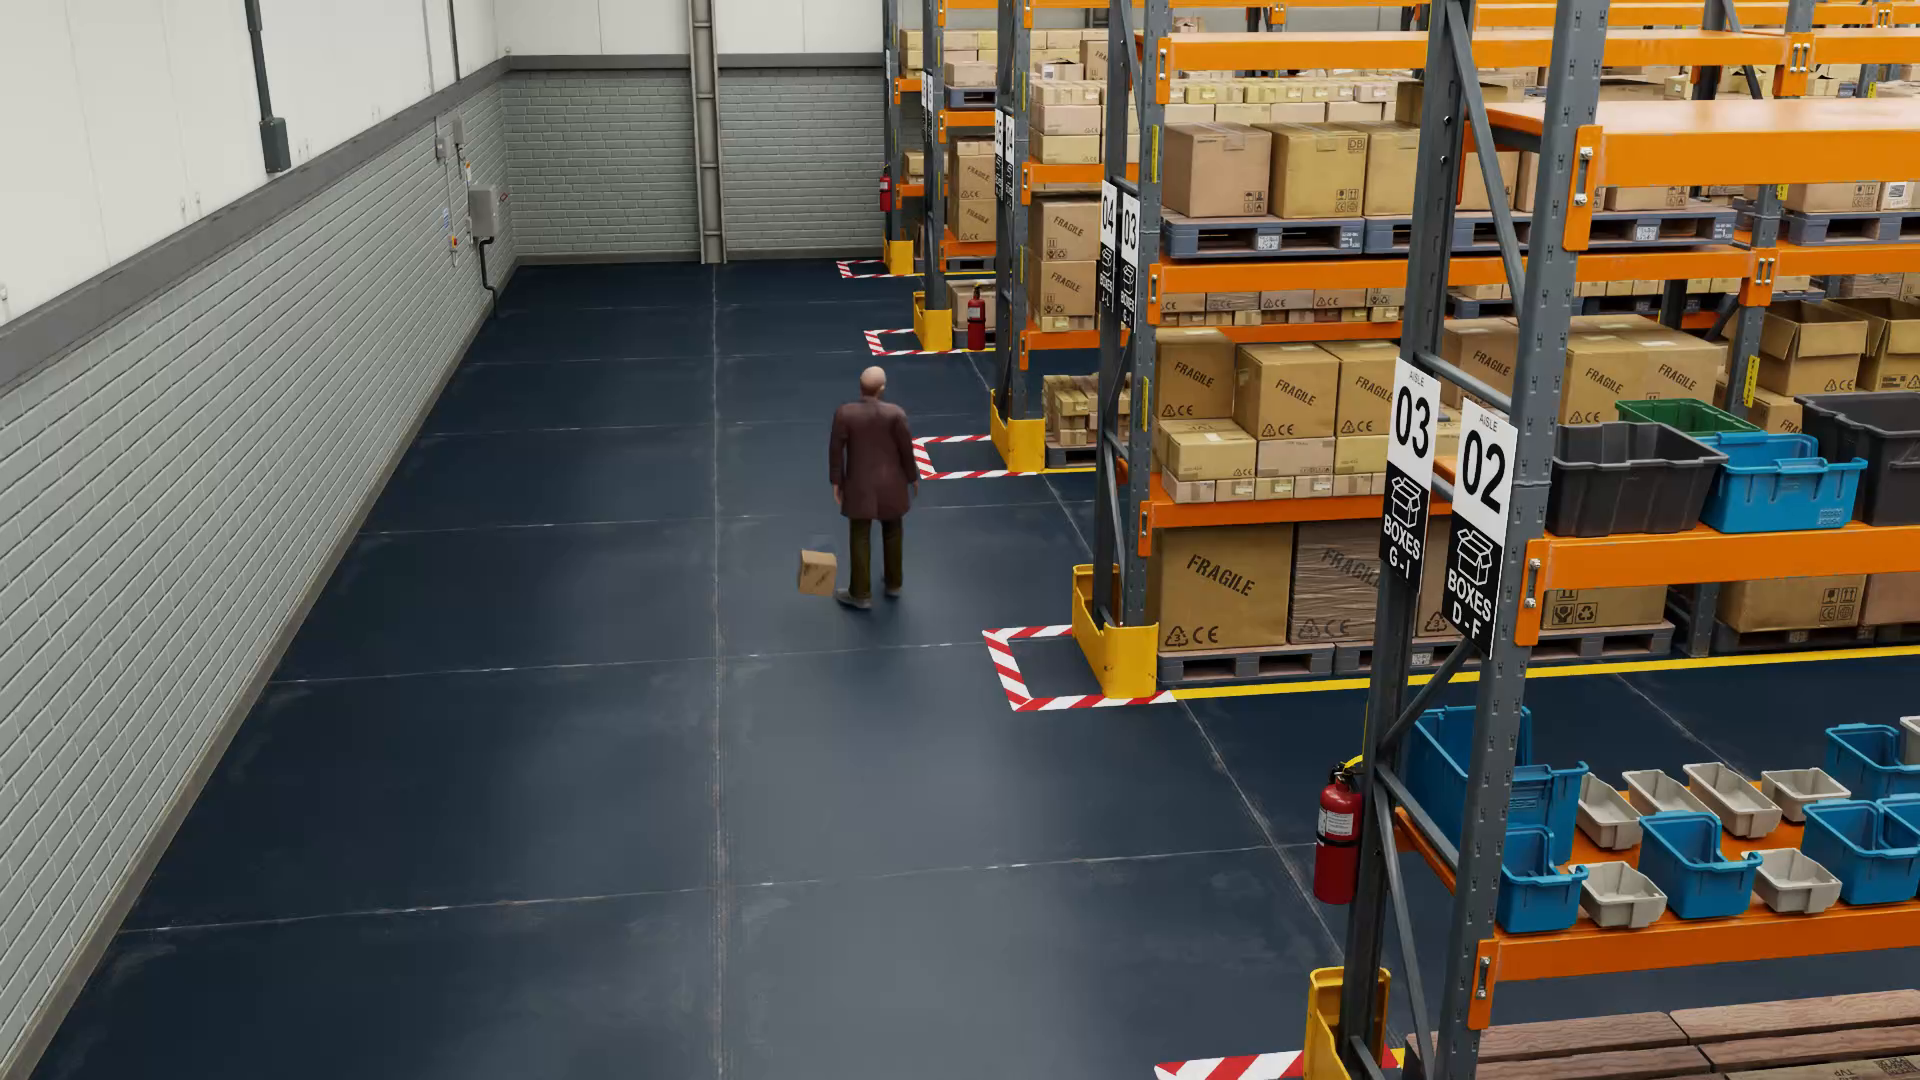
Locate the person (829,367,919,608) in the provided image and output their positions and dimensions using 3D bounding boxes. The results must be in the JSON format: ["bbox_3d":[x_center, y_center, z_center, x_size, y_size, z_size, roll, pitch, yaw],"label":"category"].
[{"bbox_3d":[-0.626,-0.417,12.200,0.654,1.768,0.618,-1,20,-3],"label":"person"}]
